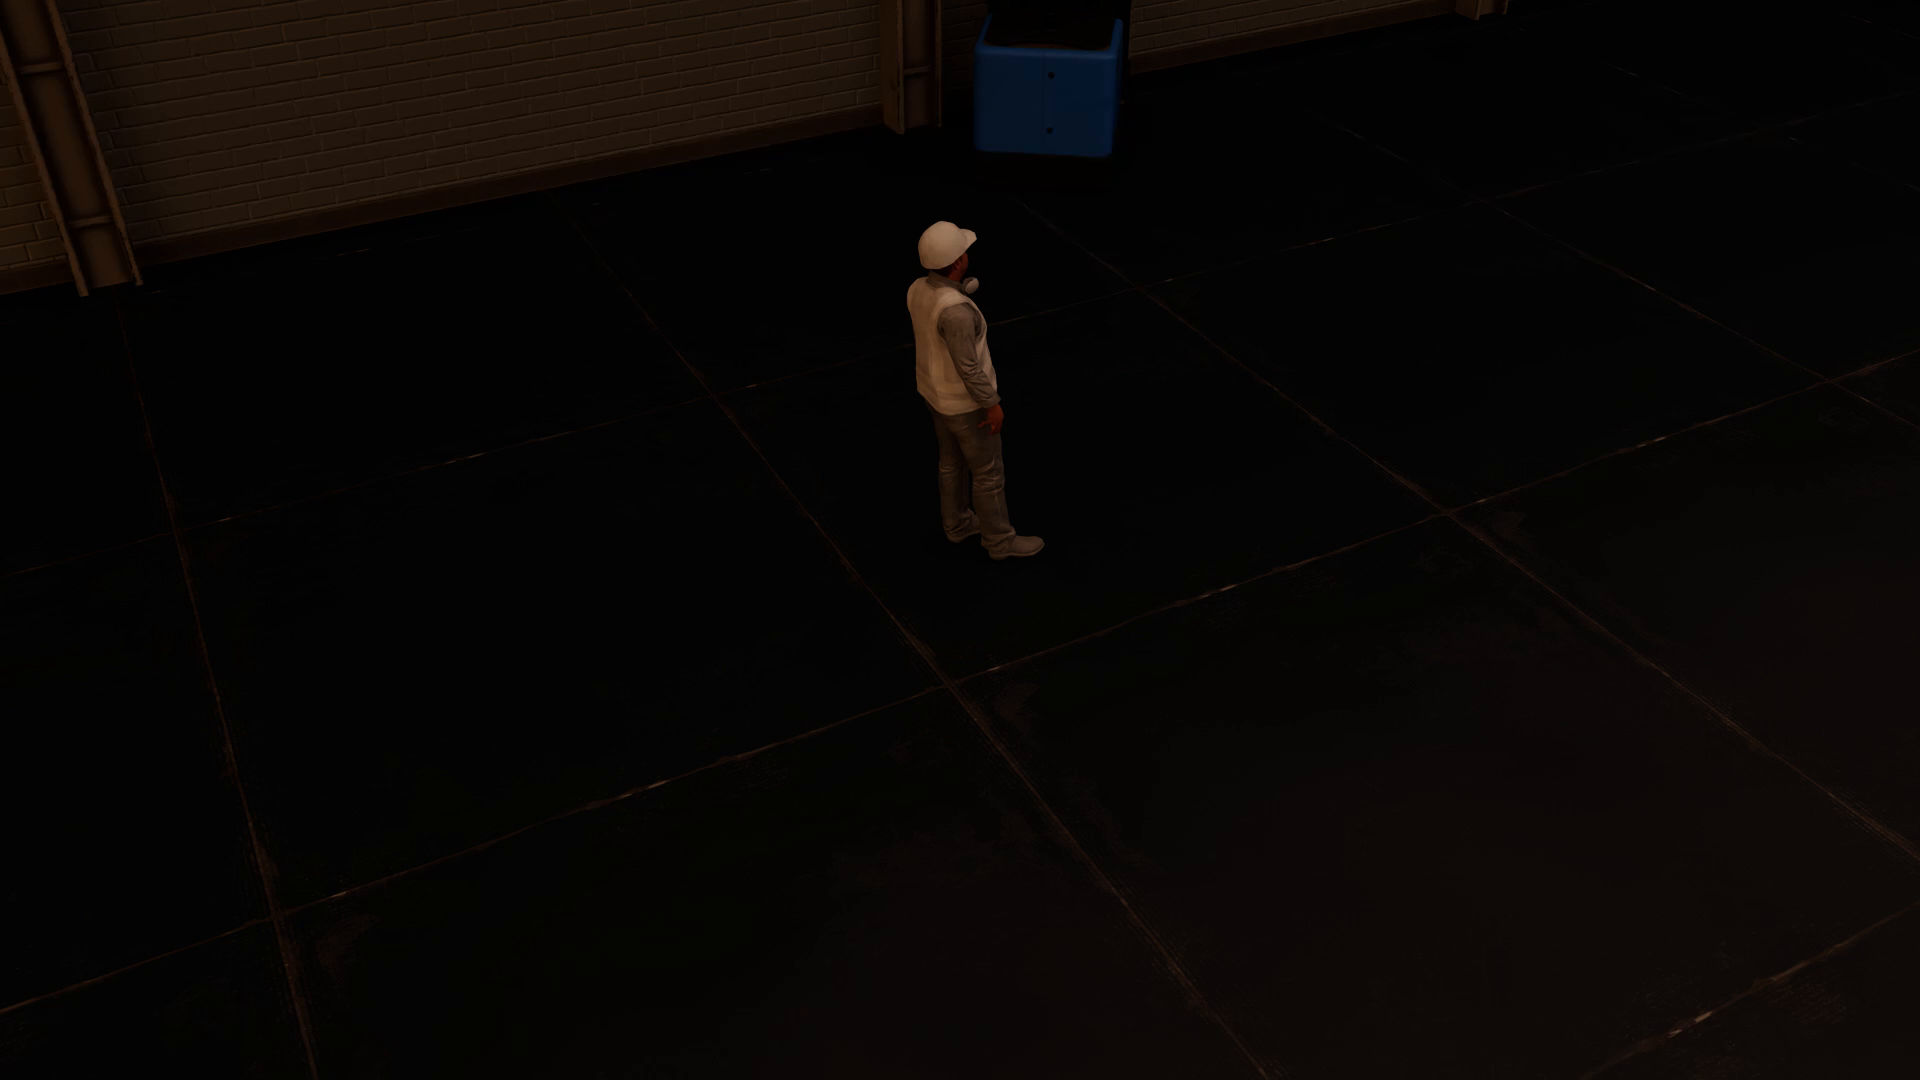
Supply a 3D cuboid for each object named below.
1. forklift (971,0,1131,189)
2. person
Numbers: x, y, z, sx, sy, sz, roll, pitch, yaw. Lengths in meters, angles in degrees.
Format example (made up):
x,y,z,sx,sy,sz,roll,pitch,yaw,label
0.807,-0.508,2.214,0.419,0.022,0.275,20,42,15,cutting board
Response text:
x,y,z,sx,sy,sz,roll,pitch,yaw,label
0.795,-4.604,12.637,1.130,2.935,3.031,5,36,6,forklift
0.059,-0.744,8.165,0.566,1.775,0.634,-17,39,-23,person
